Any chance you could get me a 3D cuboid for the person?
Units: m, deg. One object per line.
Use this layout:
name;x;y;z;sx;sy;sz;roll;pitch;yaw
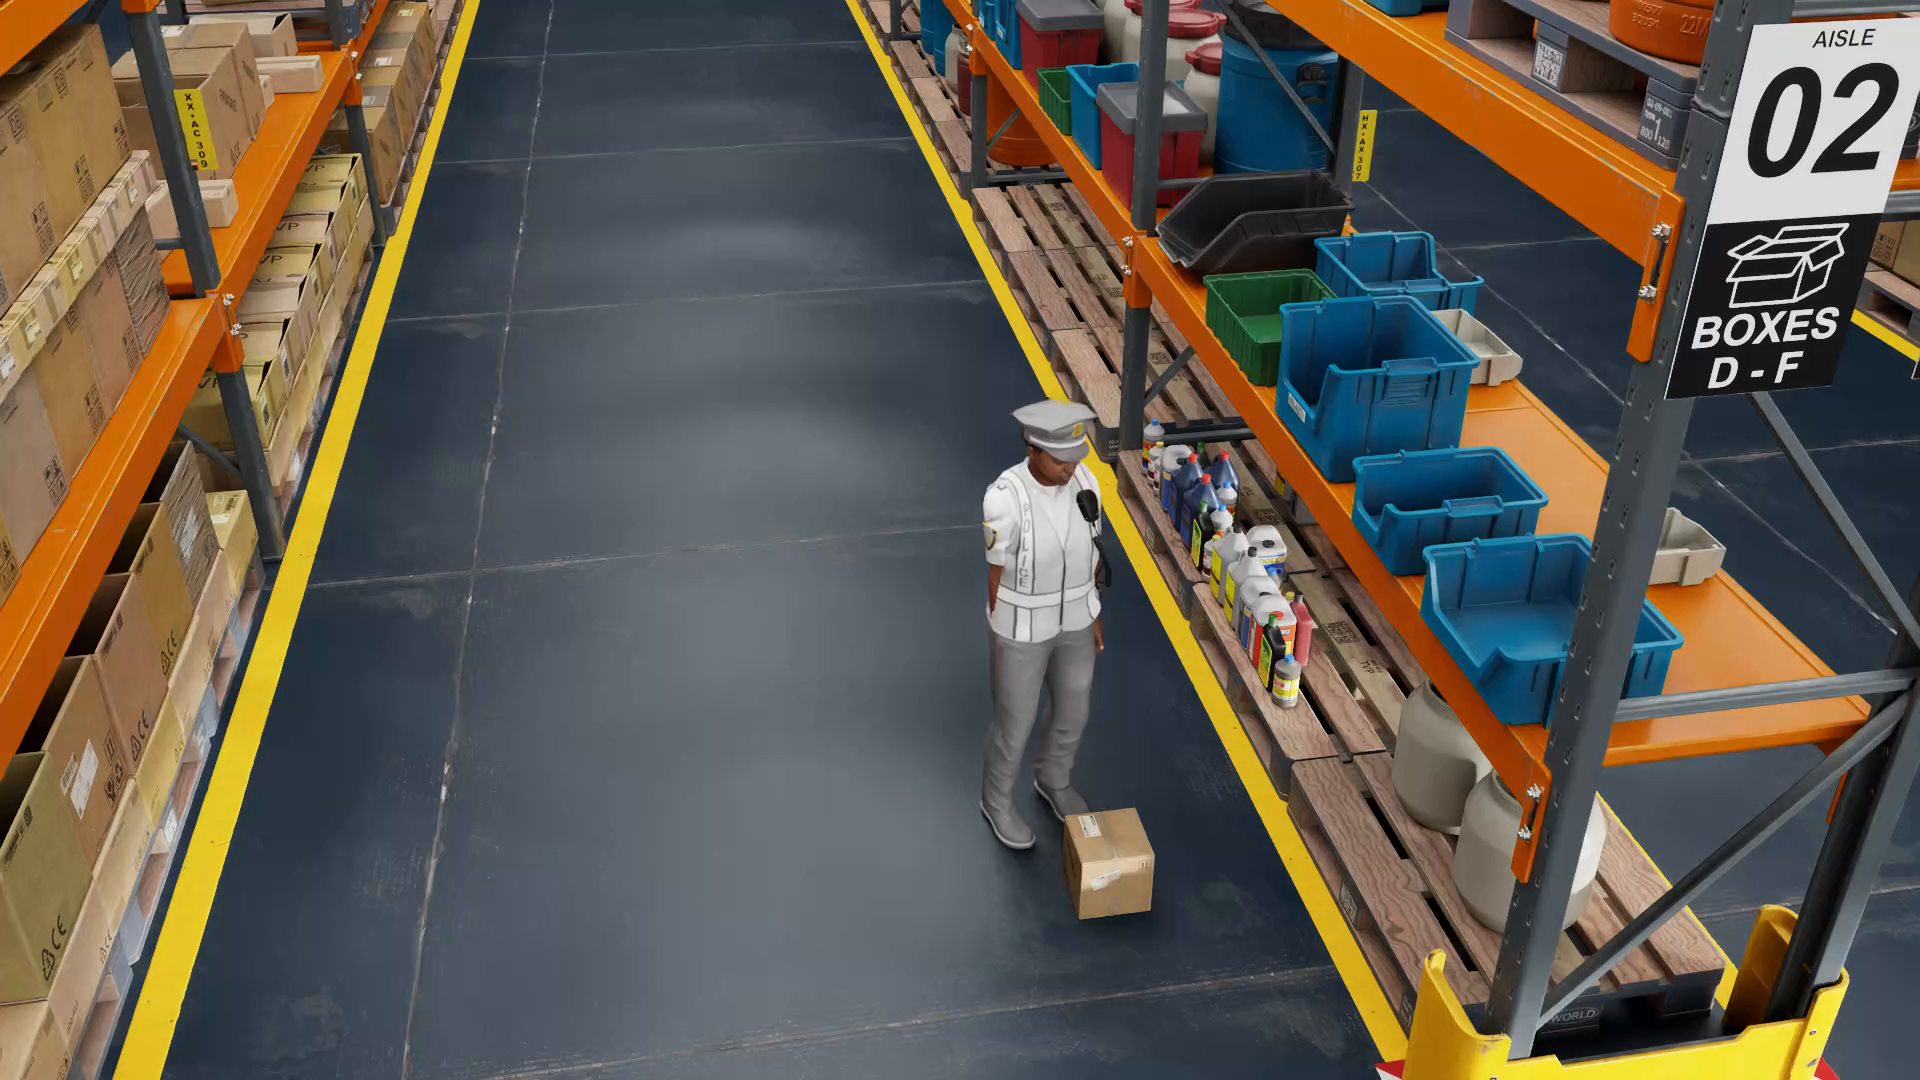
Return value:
person;0.295;0.293;5.651;0.438;1.658;0.341;-15;34;-23
